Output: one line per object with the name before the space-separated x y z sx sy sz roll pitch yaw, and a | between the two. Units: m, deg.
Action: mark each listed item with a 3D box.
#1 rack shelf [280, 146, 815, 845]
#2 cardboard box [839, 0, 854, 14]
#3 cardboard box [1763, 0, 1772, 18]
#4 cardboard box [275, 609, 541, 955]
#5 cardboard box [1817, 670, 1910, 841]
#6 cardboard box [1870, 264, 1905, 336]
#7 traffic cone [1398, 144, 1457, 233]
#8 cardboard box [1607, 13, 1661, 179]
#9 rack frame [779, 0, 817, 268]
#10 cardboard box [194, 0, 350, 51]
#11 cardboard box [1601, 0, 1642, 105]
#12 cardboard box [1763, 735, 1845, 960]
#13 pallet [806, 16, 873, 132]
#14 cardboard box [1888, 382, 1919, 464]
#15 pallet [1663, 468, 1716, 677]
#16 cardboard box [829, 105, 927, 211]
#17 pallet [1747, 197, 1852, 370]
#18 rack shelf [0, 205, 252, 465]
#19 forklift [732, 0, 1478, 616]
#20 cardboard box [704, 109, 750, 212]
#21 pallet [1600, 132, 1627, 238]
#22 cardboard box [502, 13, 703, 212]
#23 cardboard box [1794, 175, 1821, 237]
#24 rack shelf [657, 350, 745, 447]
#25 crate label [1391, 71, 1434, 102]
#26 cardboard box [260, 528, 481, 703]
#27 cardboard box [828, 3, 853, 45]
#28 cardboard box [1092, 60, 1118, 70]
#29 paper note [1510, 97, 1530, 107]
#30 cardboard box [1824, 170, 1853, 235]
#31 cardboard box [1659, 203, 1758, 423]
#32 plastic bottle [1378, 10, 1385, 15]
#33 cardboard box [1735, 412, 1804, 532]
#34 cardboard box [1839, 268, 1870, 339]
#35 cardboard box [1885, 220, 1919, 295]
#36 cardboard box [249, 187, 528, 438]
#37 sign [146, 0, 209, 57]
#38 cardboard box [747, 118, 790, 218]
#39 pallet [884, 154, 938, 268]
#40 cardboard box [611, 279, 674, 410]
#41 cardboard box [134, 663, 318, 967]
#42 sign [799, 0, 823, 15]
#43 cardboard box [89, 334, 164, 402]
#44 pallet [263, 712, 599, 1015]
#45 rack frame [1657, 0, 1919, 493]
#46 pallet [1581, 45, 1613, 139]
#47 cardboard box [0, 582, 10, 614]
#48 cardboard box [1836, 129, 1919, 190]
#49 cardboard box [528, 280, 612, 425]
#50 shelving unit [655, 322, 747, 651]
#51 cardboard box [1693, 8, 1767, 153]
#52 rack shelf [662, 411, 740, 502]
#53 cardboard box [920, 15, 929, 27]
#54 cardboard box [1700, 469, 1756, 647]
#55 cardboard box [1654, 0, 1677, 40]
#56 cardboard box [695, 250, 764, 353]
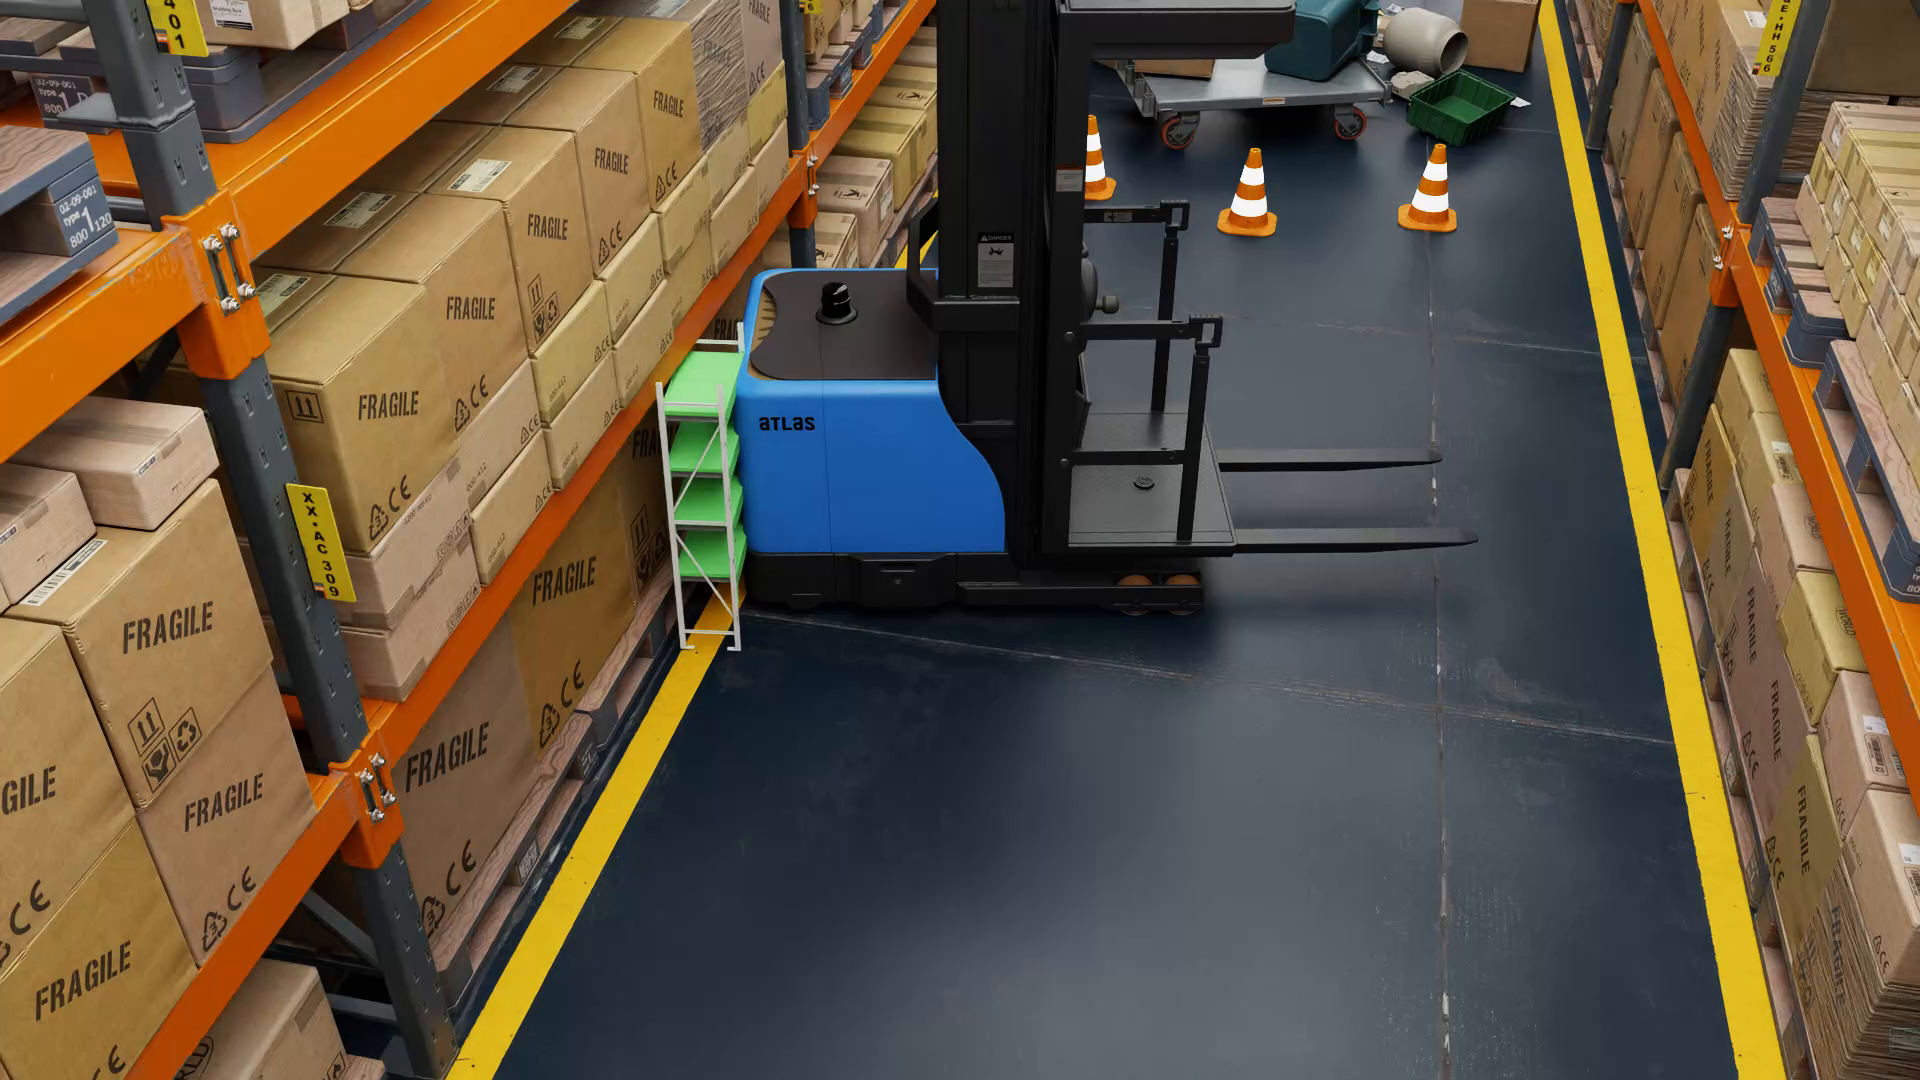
rack shelf | -1.603 -0.531 6.040 1.077 0.370 4.000 7 37 10
cardboard box | -0.749 -2.829 7.900 0.500 0.500 0.500 9 37 12
cardboard box | 3.894 -2.398 7.066 0.700 0.500 0.500 7 36 9
cardboard box | -1.976 0.649 5.251 0.875 0.875 0.875 8 37 11
cardboard box | 2.862 0.673 4.898 0.500 0.250 0.500 9 37 12
cardboard box | 3.165 -0.747 5.327 0.380 0.149 0.250 7 37 10
traffic cone | 2.774 -2.093 9.744 0.336 0.463 0.334 7 37 10
cardboard box | 4.491 -2.592 9.829 1.050 0.750 0.750 7 37 10
rack frame | -1.176 -1.969 7.411 1.000 3.000 0.127 7 37 10
cardboard box | -1.581 -1.249 3.618 0.396 0.266 0.258 7 37 10
cardboard box | 4.739 -3.361 10.785 0.875 0.875 0.875 8 37 11
cardboard box | 2.849 0.979 5.116 0.500 0.500 0.500 6 36 9
pallet | -1.128 -2.313 8.049 1.213 0.211 1.003 7 37 10
cardboard box | 3.051 -0.334 5.012 0.380 0.149 0.250 6 36 8
pallet | 3.513 0.170 6.835 1.003 0.211 1.213 7 37 10
cardboard box | -0.728 -2.256 9.688 0.950 0.372 0.625 8 37 12
pallet | 3.634 -0.907 6.109 1.213 0.211 1.003 7 37 10
rack shelf | -2.457 0.547 1.996 1.077 0.370 4.000 7 37 10
forklift | 0.626 -1.190 6.395 3.031 2.935 1.130 0 36 0
cardboard box | -1.137 -1.507 6.475 0.500 0.250 0.500 6 36 9
pallet | 4.445 -2.119 9.994 1.003 0.211 1.213 7 37 10
cardboard box | -1.245 -1.506 5.835 0.500 0.500 0.500 7 37 10
cardboard box | 3.389 -1.244 6.266 0.380 0.149 0.250 7 36 9
rack shelf | -0.963 -0.542 6.256 0.258 0.148 0.480 2 34 1
crate label | 3.114 -3.125 11.445 0.298 0.136 0.250 -17 39 -22
cardboard box | -1.678 0.166 4.593 0.500 0.250 0.500 6 36 9
cardboard box | -0.728 -2.510 8.013 0.380 0.149 0.250 5 36 7
cardboard box | 1.237 -3.695 11.920 0.500 0.500 0.500 -24 42 -30
paper note | 3.795 -2.997 11.358 0.147 0.020 0.142 -17 39 -22
cardboard box | 3.326 -1.188 5.935 0.380 0.149 0.250 9 37 12
cardboard box | 3.900 -1.004 7.638 1.050 0.750 0.750 7 36 9
plastic bottle | 3.180 -3.985 12.696 0.133 0.061 0.283 -5 36 -6
cardboard box | 3.190 -0.213 6.120 0.500 0.250 0.500 7 37 9
cardboard box | 3.218 -0.780 5.627 0.380 0.149 0.250 9 37 12
cardboard box | 3.169 -0.874 5.249 0.380 0.149 0.250 9 37 12
cardboard box | -1.574 -0.633 4.630 0.500 0.500 0.500 7 37 10
sign | -1.488 -1.063 3.097 0.100 0.325 0.005 7 37 10
cardboard box | -1.030 -1.586 7.010 0.500 0.250 0.500 6 36 8
pallet | -0.745 -1.985 9.809 1.003 0.211 1.213 7 37 10
cardboard box | -1.328 -0.709 5.799 0.500 0.250 0.500 7 36 9
cardboard box | -1.879 0.581 3.807 0.500 0.500 0.500 8 37 10
sign | -0.633 -2.370 6.978 0.100 0.325 0.005 7 37 10
cardboard box | -2.180 -0.409 4.321 0.500 0.500 0.500 8 37 11
pallet | -1.939 1.001 5.689 1.003 0.211 1.213 7 37 10
rack frame | 3.682 -1.407 6.635 1.000 3.000 0.127 7 37 10
pallet | 4.775 -2.997 11.205 1.003 0.211 1.213 7 37 10
cardboard box | -2.010 0.112 3.050 0.380 0.149 0.250 7 37 10
cardboard box | 3.339 -1.321 5.866 0.380 0.149 0.250 6 36 9
cardboard box | -1.443 -0.623 5.255 0.500 0.250 0.500 8 37 11
shelving unit | -0.971 -0.199 6.492 0.258 1.200 0.503 2 34 1
cardboard box | 3.623 -2.025 7.402 0.500 0.500 0.500 7 37 10
rack shelf | -0.968 -0.345 6.392 0.258 0.148 0.480 2 34 1
cardboard box | -0.458 -3.692 11.773 0.500 0.250 0.500 9 37 12
cardboard box | 3.177 0.098 6.331 0.500 0.500 0.500 8 37 11
cardboard box | 3.944 -2.897 8.606 0.500 0.500 0.500 7 37 10
cardboard box | -1.404 -0.893 7.379 0.875 0.875 0.875 7 37 10
